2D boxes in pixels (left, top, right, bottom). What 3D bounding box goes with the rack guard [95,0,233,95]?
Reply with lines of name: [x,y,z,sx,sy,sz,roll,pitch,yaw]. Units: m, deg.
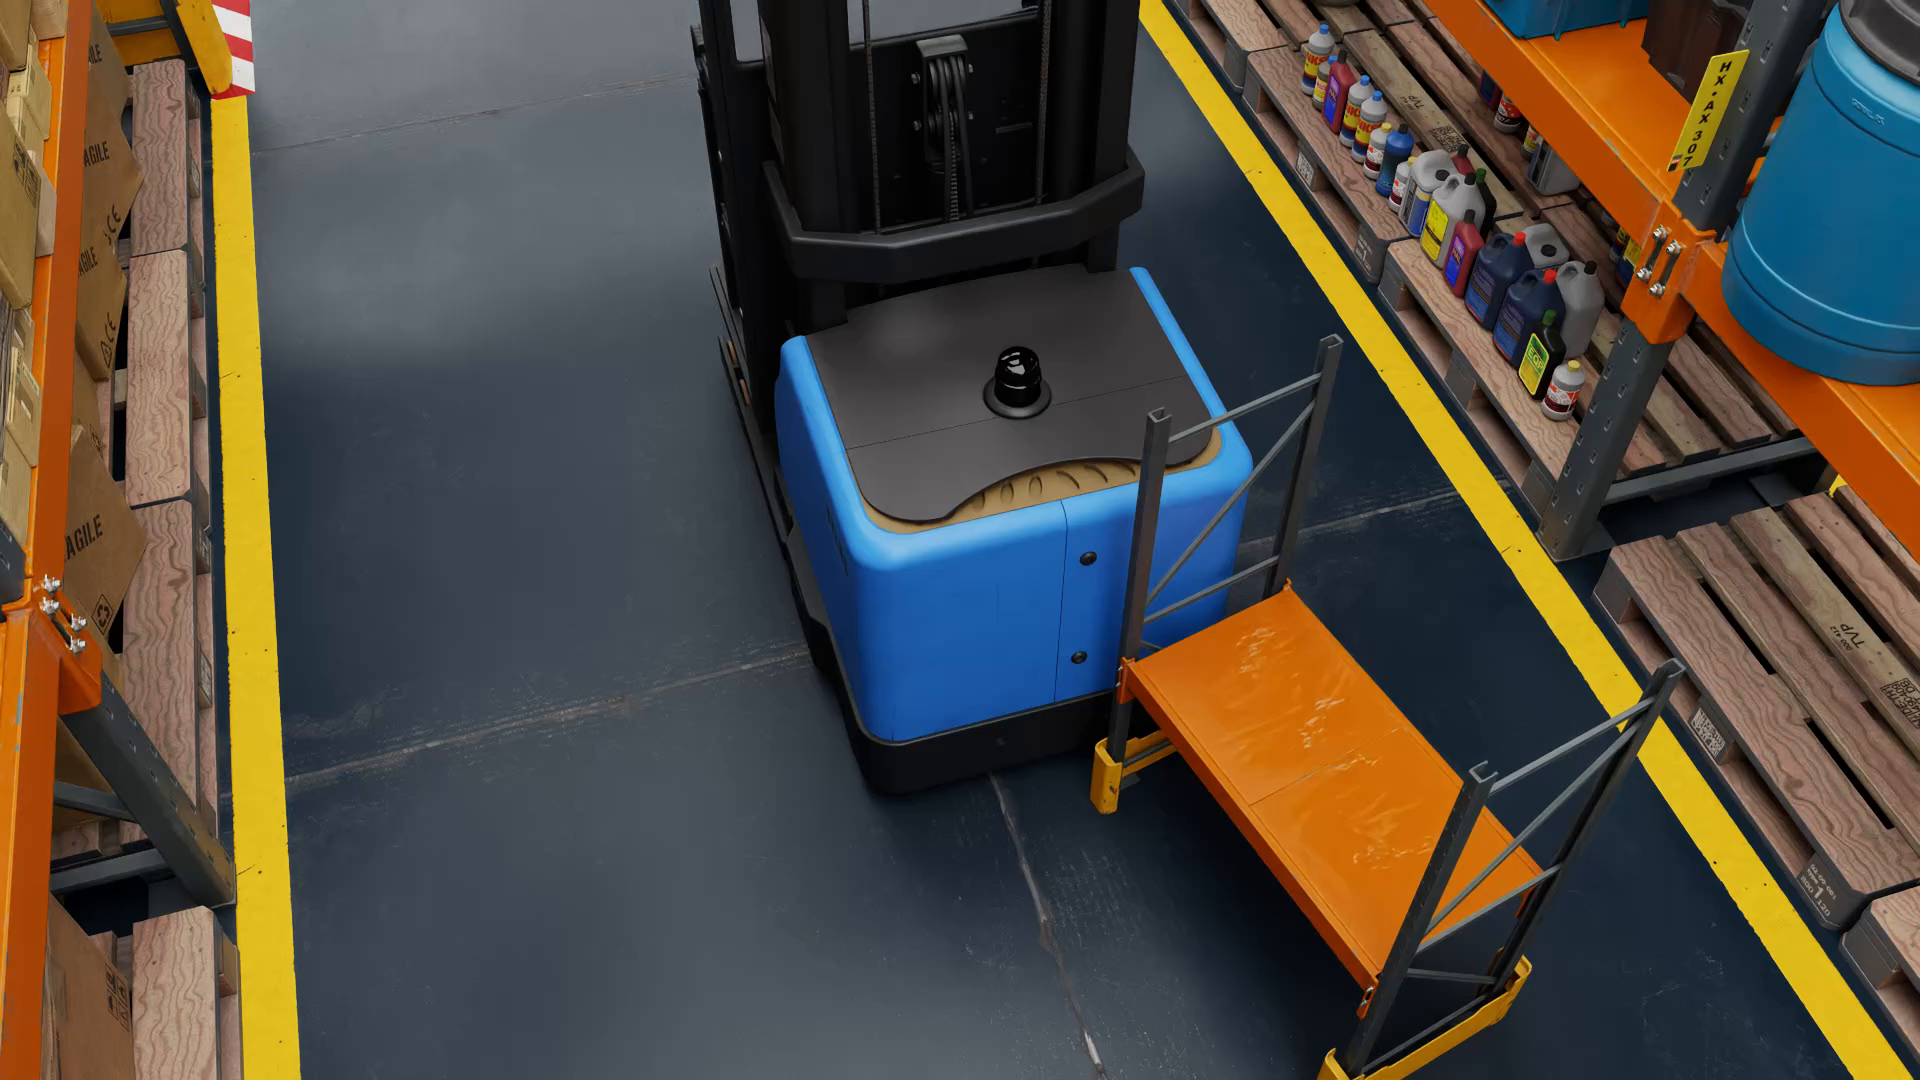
rack guard: [-3.581,-1.987,6.598,1.175,0.500,0.348,-13,51,-11]

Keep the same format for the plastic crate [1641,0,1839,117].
plastic crate: [2.277,-1.438,4.541,0.767,0.338,0.504,-13,51,-11]

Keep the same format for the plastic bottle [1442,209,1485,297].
plastic bottle: [1.700,-0.968,5.593,0.061,0.283,0.133,-10,51,-9]

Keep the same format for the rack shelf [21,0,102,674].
rack shelf: [-3.012,-1.155,4.733,1.077,0.370,4.000,-13,51,-11]

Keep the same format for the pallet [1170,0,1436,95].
pallet: [1.430,-2.430,7.160,1.003,0.211,1.213,-13,51,-11]

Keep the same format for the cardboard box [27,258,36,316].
cardboard box: [-2.442,-0.613,3.969,0.380,0.149,0.250,-13,51,-11]

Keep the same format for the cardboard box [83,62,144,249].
cardboard box: [-3.226,-1.289,5.735,0.500,0.500,0.500,-2,50,-1]

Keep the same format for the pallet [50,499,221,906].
pallet: [-2.653,0.490,4.699,1.003,0.211,1.213,-13,51,-11]

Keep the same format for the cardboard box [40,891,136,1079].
cardboard box: [-2.260,1.191,3.632,0.700,0.500,0.500,-17,52,-14]

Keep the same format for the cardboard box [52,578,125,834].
cardboard box: [-2.501,0.443,4.275,0.500,0.500,0.500,-15,51,-12]

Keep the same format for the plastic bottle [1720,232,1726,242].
plastic bottle: [2.468,-1.018,5.591,0.144,0.351,0.185,-12,51,-10]

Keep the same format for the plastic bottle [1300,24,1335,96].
plastic bottle: [1.366,-1.836,6.332,0.097,0.271,0.097,0,50,0]

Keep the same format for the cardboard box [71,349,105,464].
cardboard box: [-2.936,-0.410,4.994,0.500,0.500,0.500,-17,52,-14]

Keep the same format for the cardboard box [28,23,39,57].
cardboard box: [-2.771,-1.336,4.578,0.380,0.149,0.250,-13,51,-11]

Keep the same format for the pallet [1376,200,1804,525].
pallet: [2.152,-0.648,5.658,1.003,0.211,1.213,-13,51,-11]

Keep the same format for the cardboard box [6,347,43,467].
cardboard box: [-2.259,-0.256,3.668,0.380,0.149,0.250,-13,51,-11]

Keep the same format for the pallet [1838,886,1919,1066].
pallet: [2.944,1.310,4.008,1.003,0.211,1.213,-13,51,-11]

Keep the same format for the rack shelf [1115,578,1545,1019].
rack shelf: [0.872,0.585,4.011,0.538,0.185,1.000,-24,54,-19]

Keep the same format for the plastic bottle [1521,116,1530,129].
plastic bottle: [2.179,-1.698,6.213,0.152,0.276,0.135,-15,51,-12]

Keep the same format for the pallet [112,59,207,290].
pallet: [-3.375,-1.292,6.202,1.003,0.211,1.213,-13,51,-11]

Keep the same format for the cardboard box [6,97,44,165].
cardboard box: [-2.590,-0.978,4.277,0.380,0.149,0.250,-13,51,-11]

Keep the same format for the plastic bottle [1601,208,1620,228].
plastic bottle: [2.333,-1.229,5.821,0.097,0.271,0.097,0,50,0]

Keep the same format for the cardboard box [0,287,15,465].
cardboard box: [-2.495,-0.397,3.363,0.875,0.500,0.500,-13,51,-11]

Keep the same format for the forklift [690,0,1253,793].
forklift: [-0.183,-1.406,4.518,1.130,2.935,3.031,-13,51,-11]

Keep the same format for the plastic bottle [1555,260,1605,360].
plastic bottle: [1.982,-0.772,5.384,0.144,0.351,0.185,-13,51,-11]

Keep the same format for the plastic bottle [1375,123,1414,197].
plastic bottle: [1.557,-1.364,5.935,0.097,0.271,0.097,0,50,0]

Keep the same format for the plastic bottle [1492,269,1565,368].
plastic bottle: [1.845,-0.740,5.356,0.144,0.351,0.185,-15,51,-12]

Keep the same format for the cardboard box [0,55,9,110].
cardboard box: [-2.853,-1.113,3.966,0.875,0.500,0.500,-13,51,-11]

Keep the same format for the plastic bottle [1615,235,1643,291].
plastic bottle: [2.330,-0.985,5.564,0.144,0.351,0.185,-13,51,-11]

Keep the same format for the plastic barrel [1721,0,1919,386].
plastic barrel: [2.135,-0.857,3.683,0.600,0.901,0.708,-13,51,-11]

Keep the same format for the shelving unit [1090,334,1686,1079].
shelving unit: [0.877,0.475,3.868,0.587,1.500,1.083,-24,54,-19]

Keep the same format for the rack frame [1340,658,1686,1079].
rack frame: [1.125,0.807,3.589,0.500,1.500,0.032,-24,54,-19]

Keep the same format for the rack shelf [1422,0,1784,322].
rack shelf: [1.719,-2.275,5.677,1.077,0.370,4.000,-13,51,-11]

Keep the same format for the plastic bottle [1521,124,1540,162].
plastic bottle: [2.129,-1.495,6.091,0.097,0.201,0.097,0,50,0]

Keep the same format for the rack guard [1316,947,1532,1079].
rack guard: [1.124,1.209,4.067,0.587,0.250,0.087,-24,54,-19]

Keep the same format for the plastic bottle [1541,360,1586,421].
plastic bottle: [1.906,-0.481,5.236,0.097,0.201,0.097,0,50,0]

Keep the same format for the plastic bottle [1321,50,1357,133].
plastic bottle: [1.416,-1.670,6.185,0.061,0.283,0.133,-13,51,-10]

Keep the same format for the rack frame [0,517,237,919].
rack frame: [-2.421,0.073,3.226,1.000,3.000,0.127,-13,51,-11]

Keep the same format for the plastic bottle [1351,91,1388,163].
plastic bottle: [1.497,-1.512,6.060,0.097,0.271,0.097,0,50,0]

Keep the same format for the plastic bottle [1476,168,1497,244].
plastic bottle: [1.783,-1.136,5.735,0.061,0.283,0.133,-13,51,-11]

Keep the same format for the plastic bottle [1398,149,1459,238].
plastic bottle: [1.648,-1.211,5.803,0.152,0.276,0.135,-12,51,-10]
